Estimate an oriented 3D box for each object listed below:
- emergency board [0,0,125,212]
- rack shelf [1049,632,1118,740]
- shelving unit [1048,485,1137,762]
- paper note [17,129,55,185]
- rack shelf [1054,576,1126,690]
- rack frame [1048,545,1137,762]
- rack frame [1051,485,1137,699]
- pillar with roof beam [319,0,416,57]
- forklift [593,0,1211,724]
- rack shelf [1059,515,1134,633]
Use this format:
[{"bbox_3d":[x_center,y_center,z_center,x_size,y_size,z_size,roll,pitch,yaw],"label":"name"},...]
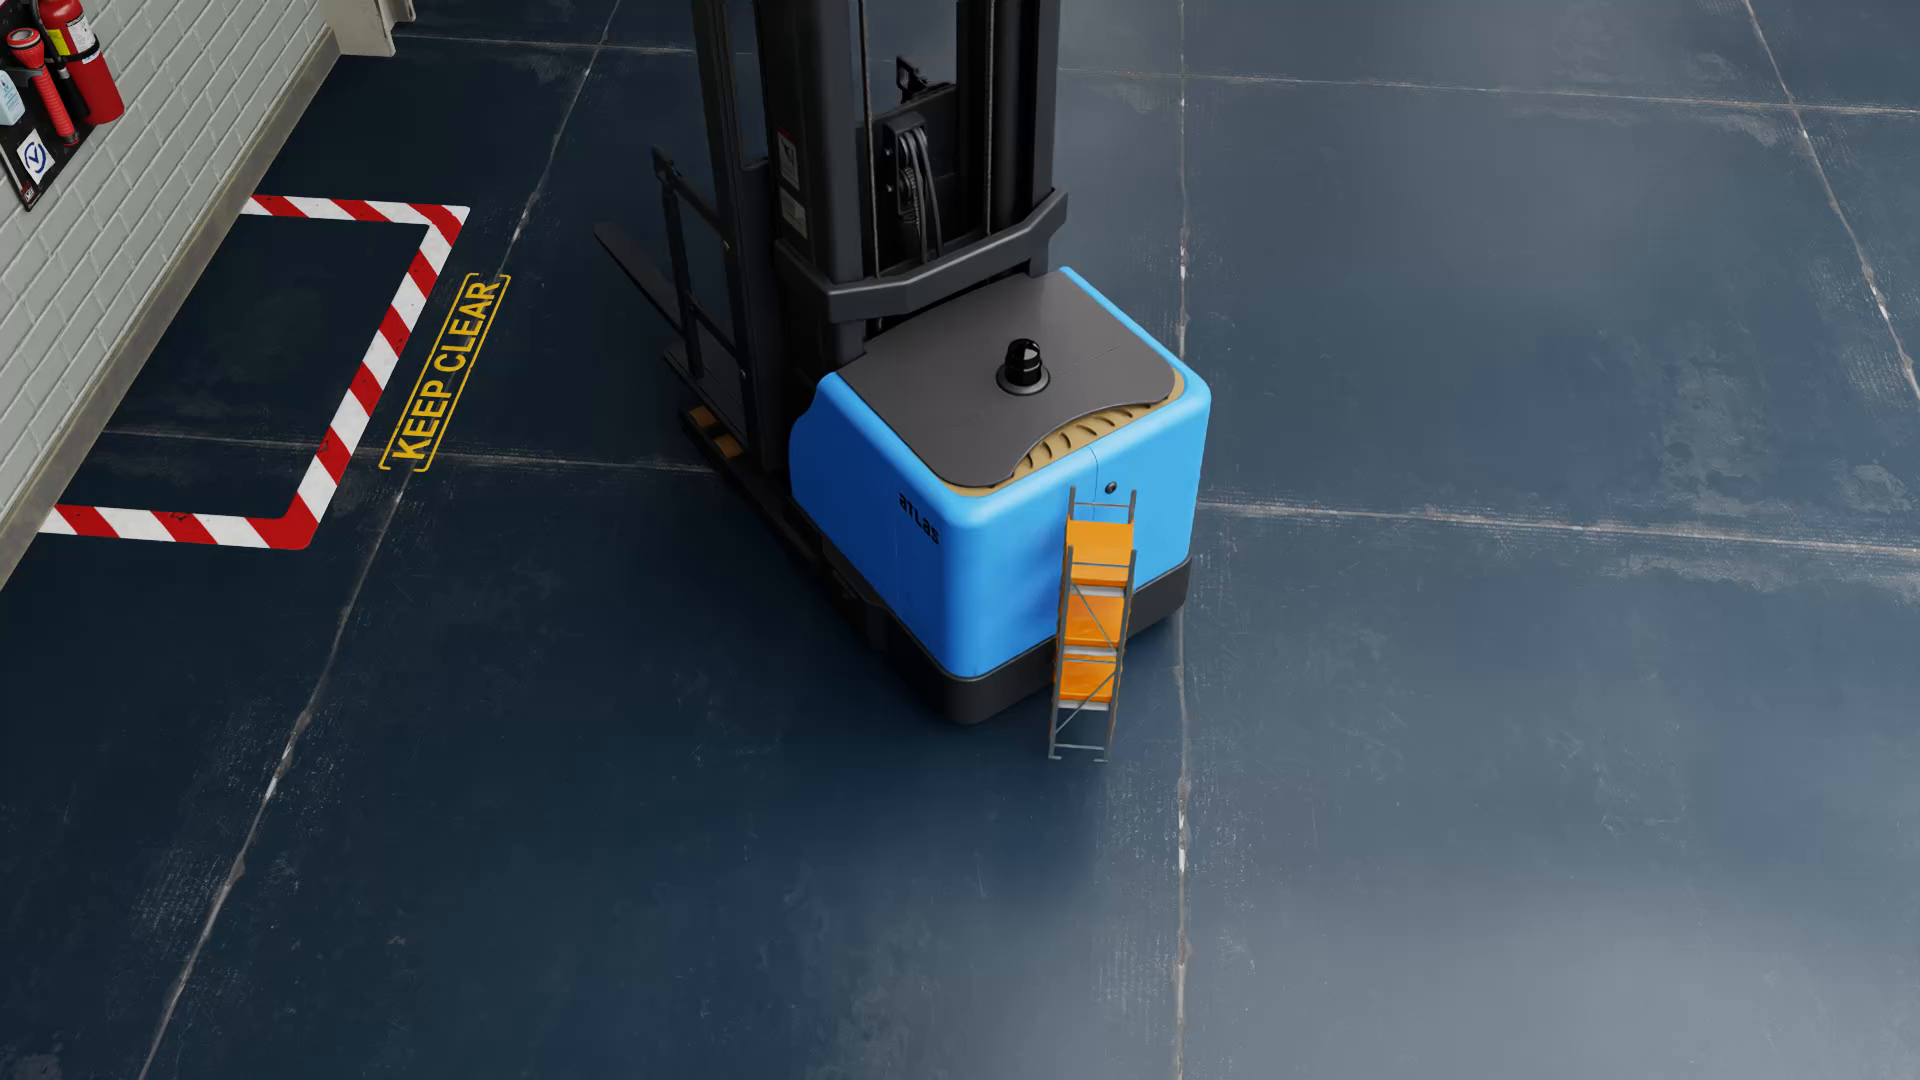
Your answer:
[{"bbox_3d":[-3.305,-1.830,5.891,0.194,1.169,0.643,4,48,4],"label":"emergency board"},{"bbox_3d":[0.408,0.486,5.482,0.215,0.259,0.240,4,47,2],"label":"rack shelf"},{"bbox_3d":[0.412,0.290,5.270,0.215,1.050,0.252,4,47,2],"label":"shelving unit"},{"bbox_3d":[-3.390,-1.408,6.102,0.016,0.148,0.142,4,48,4],"label":"paper note"},{"bbox_3d":[0.412,0.297,5.278,0.215,0.259,0.240,4,47,2],"label":"rack shelf"},{"bbox_3d":[0.403,0.379,5.187,0.200,1.050,0.008,4,47,2],"label":"rack frame"},{"bbox_3d":[0.421,0.201,5.352,0.200,1.050,0.008,4,47,2],"label":"rack frame"},{"bbox_3d":[1.246,-5.379,5.071,9.100,9.000,0.400,4,48,4],"label":"pillar with roof beam"},{"bbox_3d":[-0.445,-1.426,5.568,1.130,2.935,3.031,-27,53,-23],"label":"forklift"},{"bbox_3d":[0.417,0.105,5.069,0.215,0.259,0.240,4,47,2],"label":"rack shelf"}]
